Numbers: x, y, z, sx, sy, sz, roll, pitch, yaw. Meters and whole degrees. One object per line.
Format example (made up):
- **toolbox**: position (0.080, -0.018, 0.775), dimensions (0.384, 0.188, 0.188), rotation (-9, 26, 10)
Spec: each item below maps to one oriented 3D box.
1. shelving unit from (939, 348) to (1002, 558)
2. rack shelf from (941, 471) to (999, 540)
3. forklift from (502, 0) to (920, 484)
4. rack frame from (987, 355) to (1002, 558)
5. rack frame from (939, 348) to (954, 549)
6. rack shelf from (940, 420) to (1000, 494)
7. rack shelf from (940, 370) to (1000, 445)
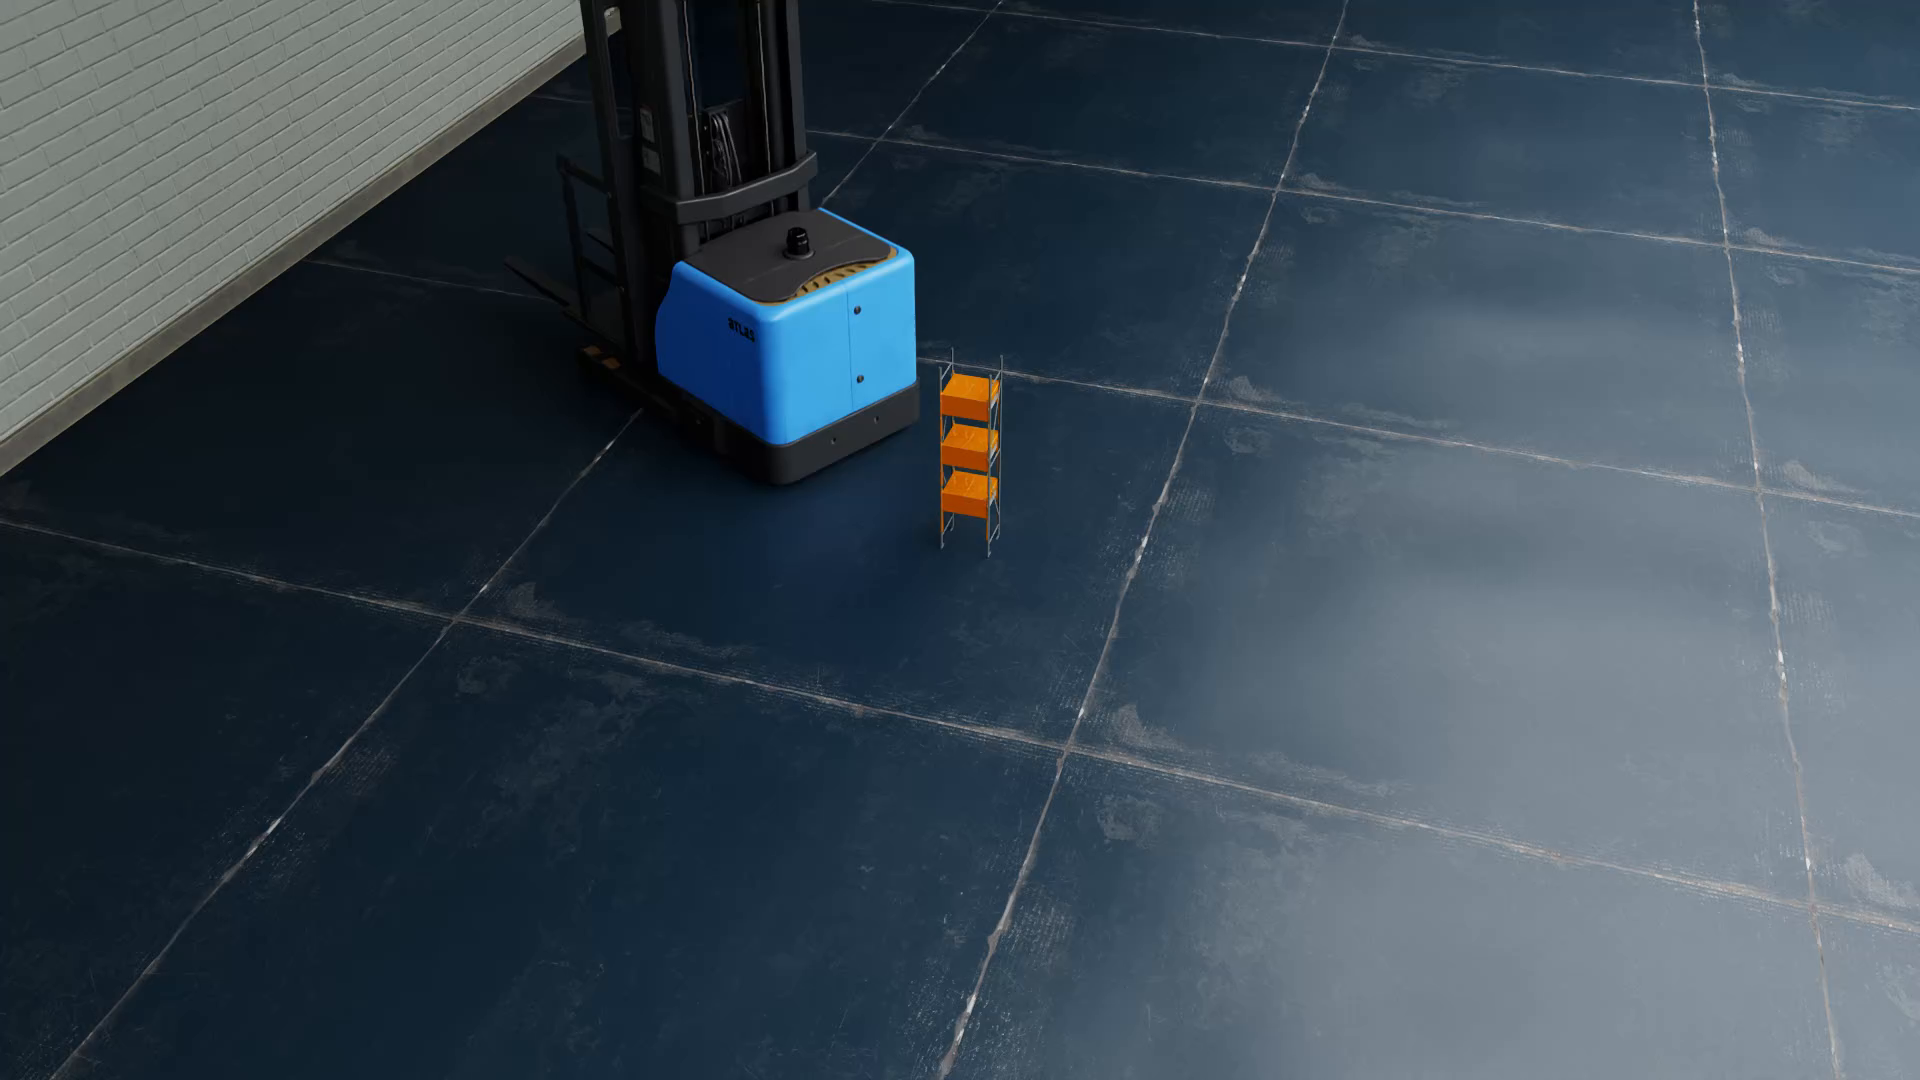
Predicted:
- **shelving unit**: position (0.051, -0.413, 8.111), dimensions (0.252, 1.050, 0.215), rotation (10, 38, 14)
- **rack shelf**: position (0.051, -0.181, 8.282), dimensions (0.240, 0.259, 0.215), rotation (10, 38, 14)
- **forklift**: position (-1.600, -2.252, 9.022), dimensions (1.130, 2.935, 3.031), rotation (-29, 45, -34)
- **rack frame**: position (0.168, -0.392, 8.082), dimensions (0.008, 1.050, 0.200), rotation (10, 38, 14)
- **rack frame**: position (-0.065, -0.435, 8.140), dimensions (0.008, 1.050, 0.200), rotation (10, 38, 14)
- **rack shelf**: position (0.051, -0.405, 8.117), dimensions (0.240, 0.259, 0.215), rotation (10, 38, 14)
- **rack shelf**: position (0.051, -0.633, 7.949), dimensions (0.240, 0.259, 0.215), rotation (10, 38, 14)
